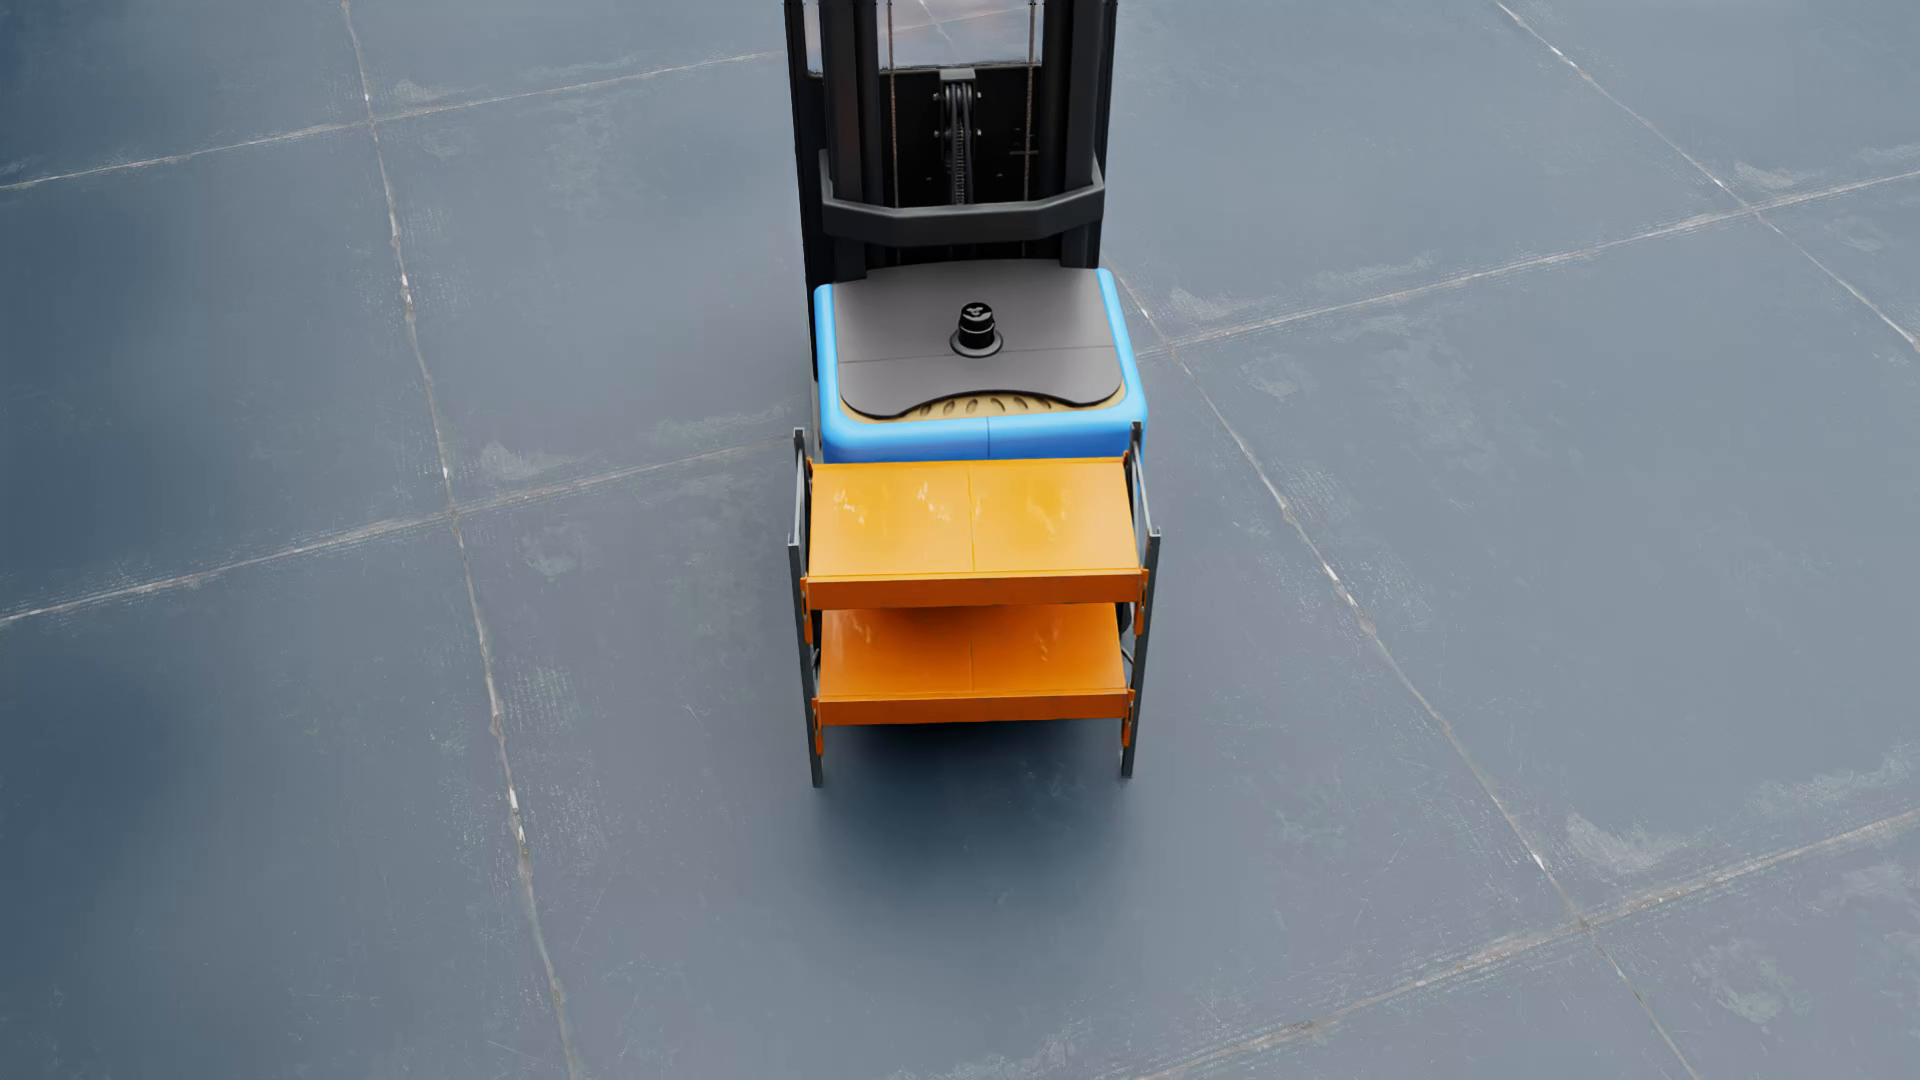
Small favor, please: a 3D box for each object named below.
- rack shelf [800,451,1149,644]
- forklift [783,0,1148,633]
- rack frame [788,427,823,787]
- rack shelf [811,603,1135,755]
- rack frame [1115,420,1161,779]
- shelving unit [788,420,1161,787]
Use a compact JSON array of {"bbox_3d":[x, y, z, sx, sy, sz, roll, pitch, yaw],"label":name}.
[{"bbox_3d":[0.033,0.016,5.026,1.000,0.278,0.538,-1,45,-1],"label":"rack shelf"},{"bbox_3d":[-0.055,-1.675,5.850,1.130,2.935,3.031,-4,45,-4],"label":"forklift"},{"bbox_3d":[-0.475,0.236,5.221,0.032,1.125,0.500,-1,45,-1],"label":"rack frame"},{"bbox_3d":[0.033,0.396,5.407,1.000,0.278,0.538,-1,45,-1],"label":"rack shelf"},{"bbox_3d":[0.541,0.210,5.246,0.032,1.125,0.500,-1,45,-1],"label":"rack frame"},{"bbox_3d":[0.033,0.223,5.234,1.048,1.125,0.538,-1,45,-1],"label":"shelving unit"}]
